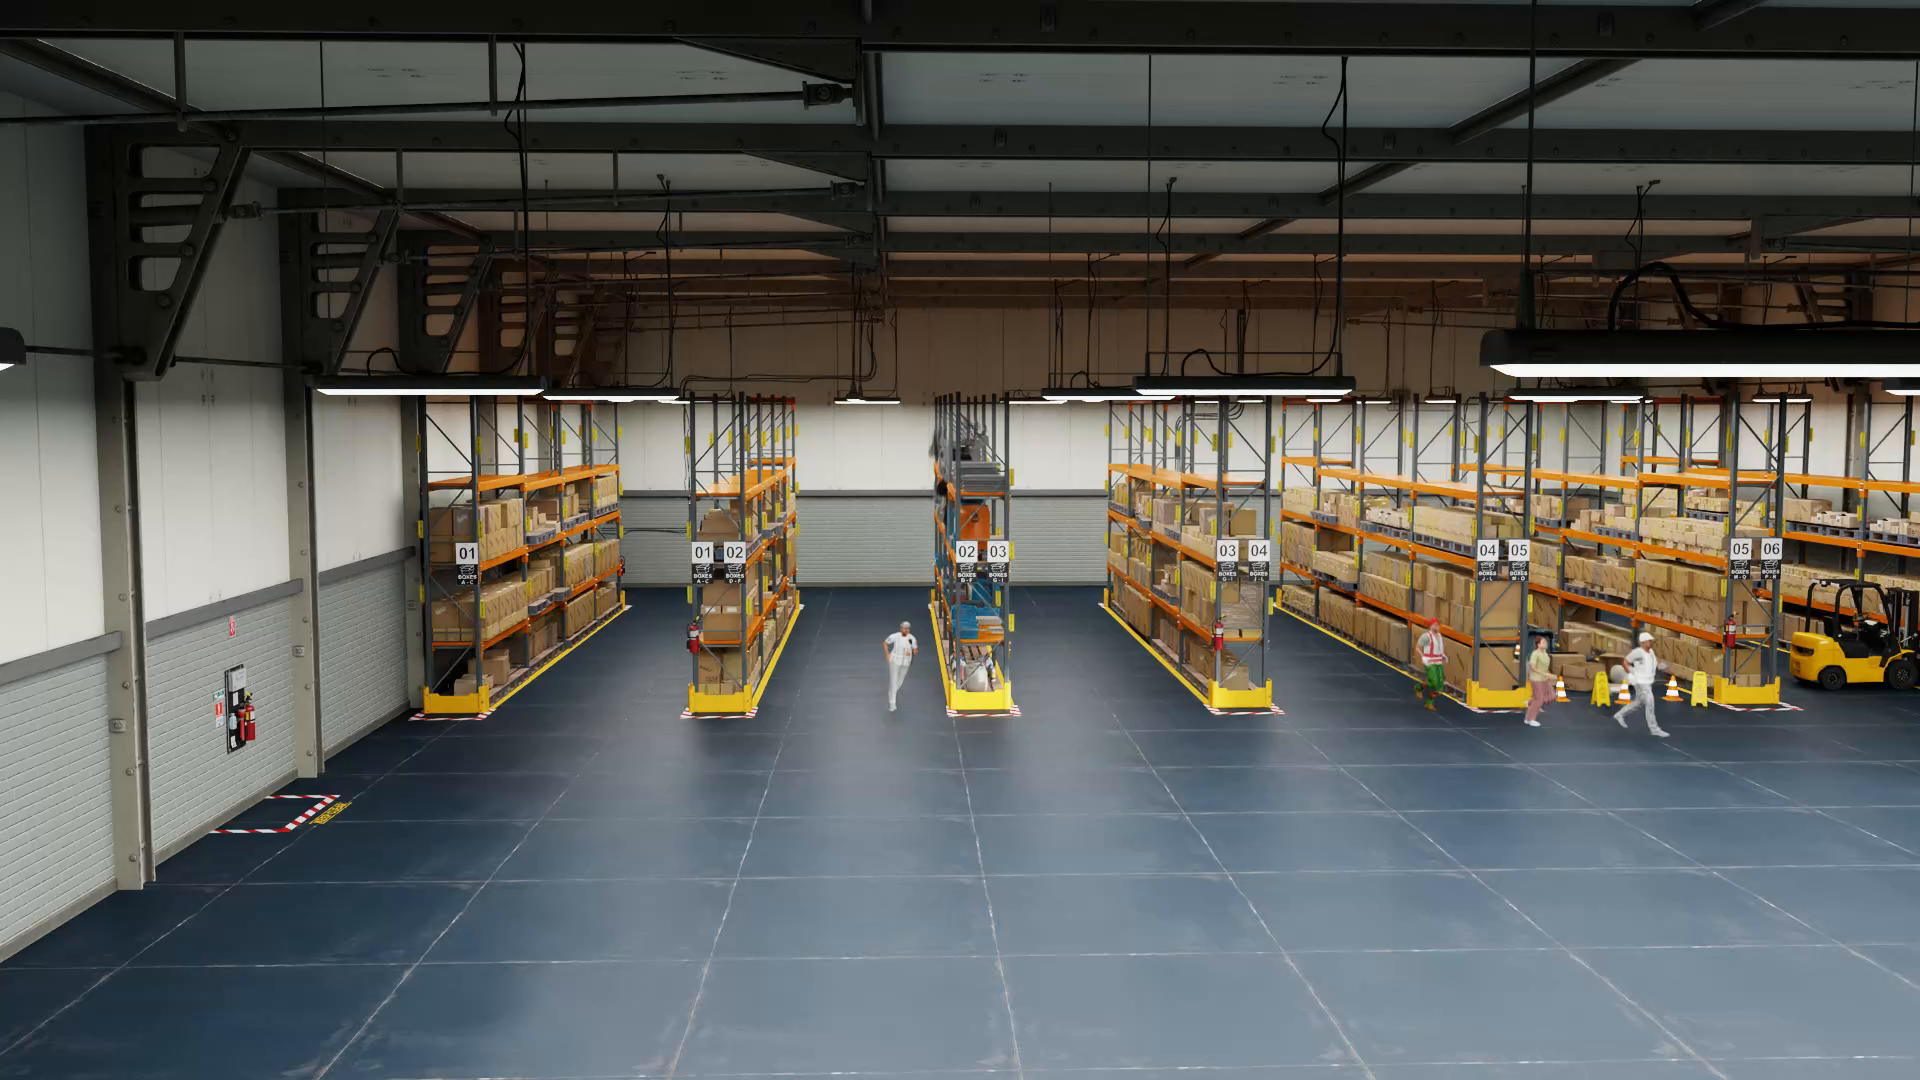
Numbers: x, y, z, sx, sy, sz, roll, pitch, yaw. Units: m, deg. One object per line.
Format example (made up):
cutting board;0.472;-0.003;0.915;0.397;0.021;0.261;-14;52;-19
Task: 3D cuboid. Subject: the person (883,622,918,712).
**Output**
person;-1.125;2.370;31.712;0.649;1.650;0.885;-2;5;-18

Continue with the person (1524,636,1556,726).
person;10.425;2.526;29.863;0.601;1.628;0.602;-4;6;-42

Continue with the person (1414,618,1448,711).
person;8.953;2.341;31.579;0.661;1.745;0.591;-3;5;-29

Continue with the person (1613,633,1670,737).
person;11.858;2.483;28.907;1.001;1.769;0.684;4;6;42
